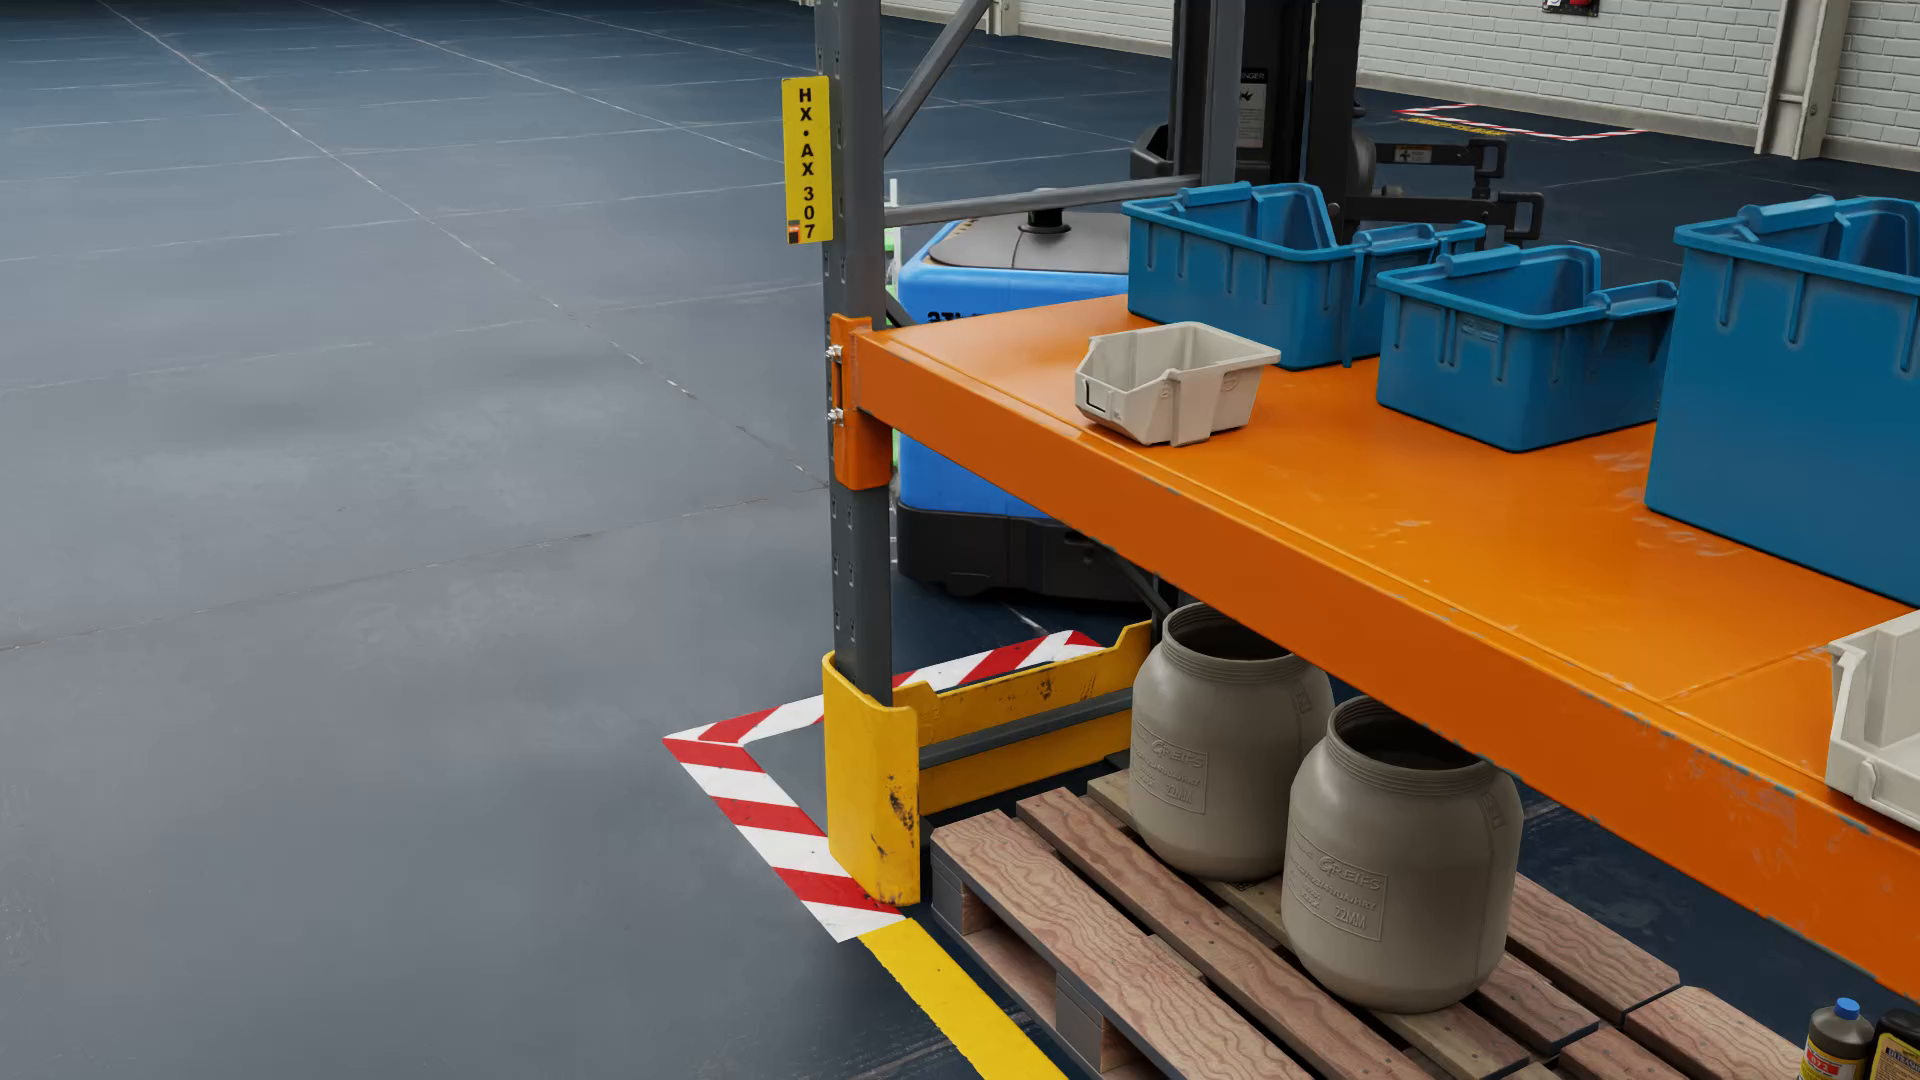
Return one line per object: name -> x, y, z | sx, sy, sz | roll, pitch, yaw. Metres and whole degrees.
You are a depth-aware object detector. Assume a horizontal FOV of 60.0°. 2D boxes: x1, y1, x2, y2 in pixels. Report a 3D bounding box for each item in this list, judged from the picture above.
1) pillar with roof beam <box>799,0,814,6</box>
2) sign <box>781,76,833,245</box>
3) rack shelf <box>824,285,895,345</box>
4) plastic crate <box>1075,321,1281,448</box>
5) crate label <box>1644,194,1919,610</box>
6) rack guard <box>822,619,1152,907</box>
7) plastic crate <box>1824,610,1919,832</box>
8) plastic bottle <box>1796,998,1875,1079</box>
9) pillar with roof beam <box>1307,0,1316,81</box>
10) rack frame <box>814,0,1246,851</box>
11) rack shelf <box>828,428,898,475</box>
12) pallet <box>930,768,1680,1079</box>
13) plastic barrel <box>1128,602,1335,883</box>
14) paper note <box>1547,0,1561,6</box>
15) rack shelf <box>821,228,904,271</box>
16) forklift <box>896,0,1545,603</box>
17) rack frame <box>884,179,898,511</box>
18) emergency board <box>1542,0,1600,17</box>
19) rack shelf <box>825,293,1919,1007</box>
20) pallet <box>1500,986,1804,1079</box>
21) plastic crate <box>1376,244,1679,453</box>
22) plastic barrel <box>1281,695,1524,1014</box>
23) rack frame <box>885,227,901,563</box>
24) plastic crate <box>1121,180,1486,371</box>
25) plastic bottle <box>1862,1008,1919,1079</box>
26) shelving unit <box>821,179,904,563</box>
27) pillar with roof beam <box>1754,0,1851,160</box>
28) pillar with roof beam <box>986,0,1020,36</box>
pillar with roof beam -> -6.171, -12.299, 24.118 | 9.100, 9.000, 0.400 | -13, 25, -28
sign -> -0.304, -0.757, 3.322 | 0.100, 0.325, 0.005 | -13, 25, -28
rack shelf -> -0.320, -0.733, 5.553 | 0.258, 0.148, 0.480 | -1, 22, -3
plastic crate -> 0.352, -0.259, 2.816 | 0.298, 0.136, 0.250 | -13, 25, -28
crate label -> 1.344, -0.206, 2.287 | 0.502, 0.435, 0.616 | -13, 25, -28
rack guard -> 0.251, 0.441, 4.064 | 1.175, 0.500, 0.348 | -13, 25, -28
plastic crate -> 1.167, 0.207, 1.669 | 0.530, 0.136, 0.437 | -13, 25, -28
plastic bottle -> 1.486, 0.870, 2.820 | 0.097, 0.201, 0.097 | 0, 22, 0
pillar with roof beam -> -0.041, -8.414, 14.561 | 9.100, 9.000, 0.400 | -13, 25, -28
rack frame -> 0.171, -0.733, 3.631 | 1.000, 3.000, 0.127 | -13, 25, -28
rack shelf -> -0.320, -0.288, 5.734 | 0.258, 0.148, 0.480 | -1, 22, -3
pallet -> 0.661, 0.838, 3.468 | 1.003, 0.211, 1.213 | -13, 25, -28
plastic barrel -> 0.573, 0.423, 3.533 | 0.421, 0.512, 0.421 | 0, 22, 0
paper note -> 5.464, -4.990, 15.275 | 0.016, 0.148, 0.142 | -13, 25, -28
rack shelf -> -0.320, -0.955, 5.463 | 0.258, 0.148, 0.480 | -1, 22, -3
forklift -> 1.367, -1.248, 4.990 | 3.031, 2.935, 1.130 | 4, 23, 11
rack frame -> -0.334, -0.661, 5.845 | 0.240, 1.200, 0.015 | -1, 22, -3
emergency board -> 5.495, -5.328, 14.936 | 0.194, 1.169, 0.643 | -13, 25, -28
rack shelf -> 1.193, 0.248, 2.174 | 1.077, 0.370, 4.000 | -13, 25, -28
pallet -> 1.280, 1.233, 2.498 | 1.003, 0.211, 1.213 | -13, 25, -28
plastic crate -> 1.011, -0.348, 2.882 | 0.499, 0.251, 0.408 | -13, 25, -28
plastic barrel -> 0.829, 0.586, 3.133 | 0.421, 0.512, 0.421 | 0, 22, 0
rack frame -> -0.306, -0.478, 5.394 | 0.240, 1.200, 0.015 | -1, 22, -3
plastic crate -> 0.684, -0.560, 3.402 | 0.499, 0.251, 0.616 | -13, 25, -28
plastic bottle -> 1.562, 0.866, 2.720 | 0.061, 0.283, 0.133 | -12, 25, -27
shelving unit -> -0.320, -0.570, 5.620 | 0.258, 1.200, 0.503 | -1, 22, -3
pillar with roof beam -> 3.024, -6.472, 9.783 | 9.100, 9.000, 0.400 | -13, 25, -28
pillar with roof beam -> -3.106, -10.356, 19.340 | 9.100, 9.000, 0.400 | -13, 25, -28
